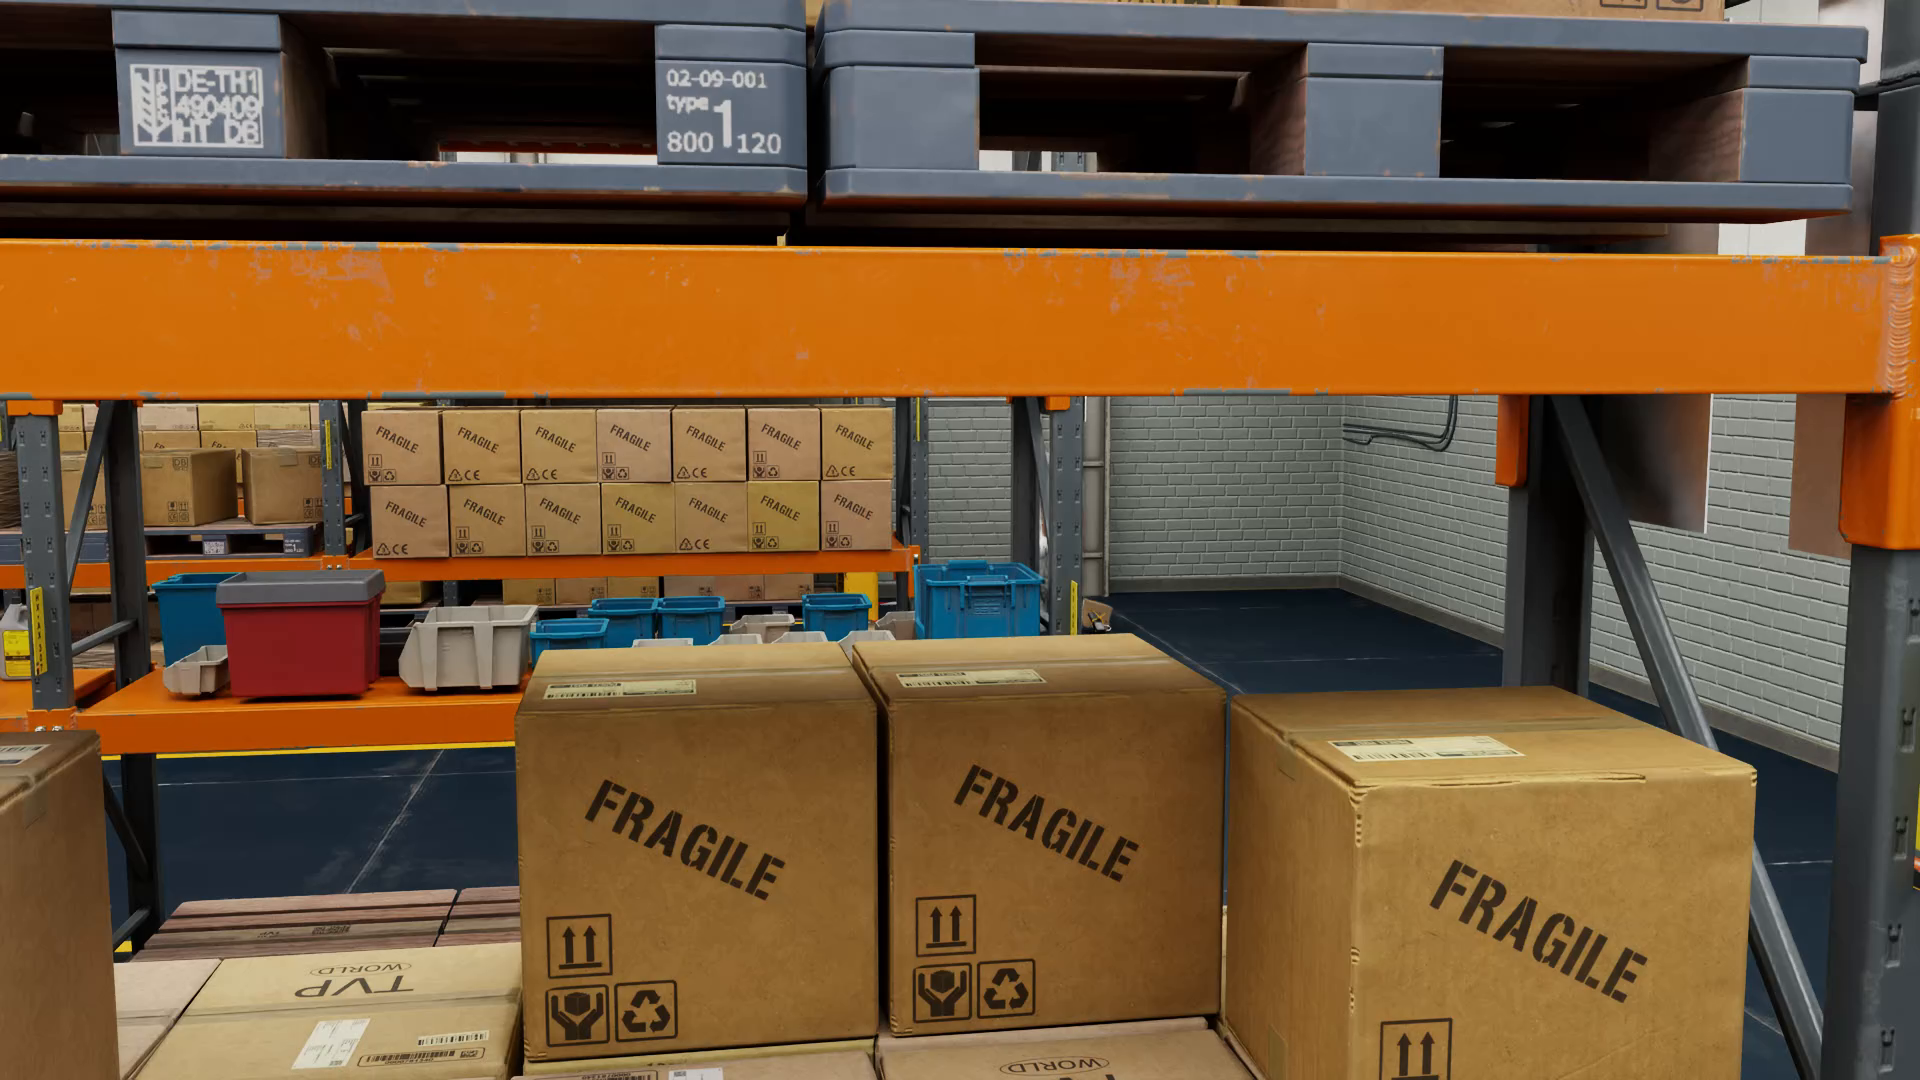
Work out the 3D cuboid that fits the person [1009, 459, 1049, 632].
[{"bbox_3d":[0.752,0.002,16.016,0.555,1.780,0.586,-2,7,-19],"label":"person"}]
